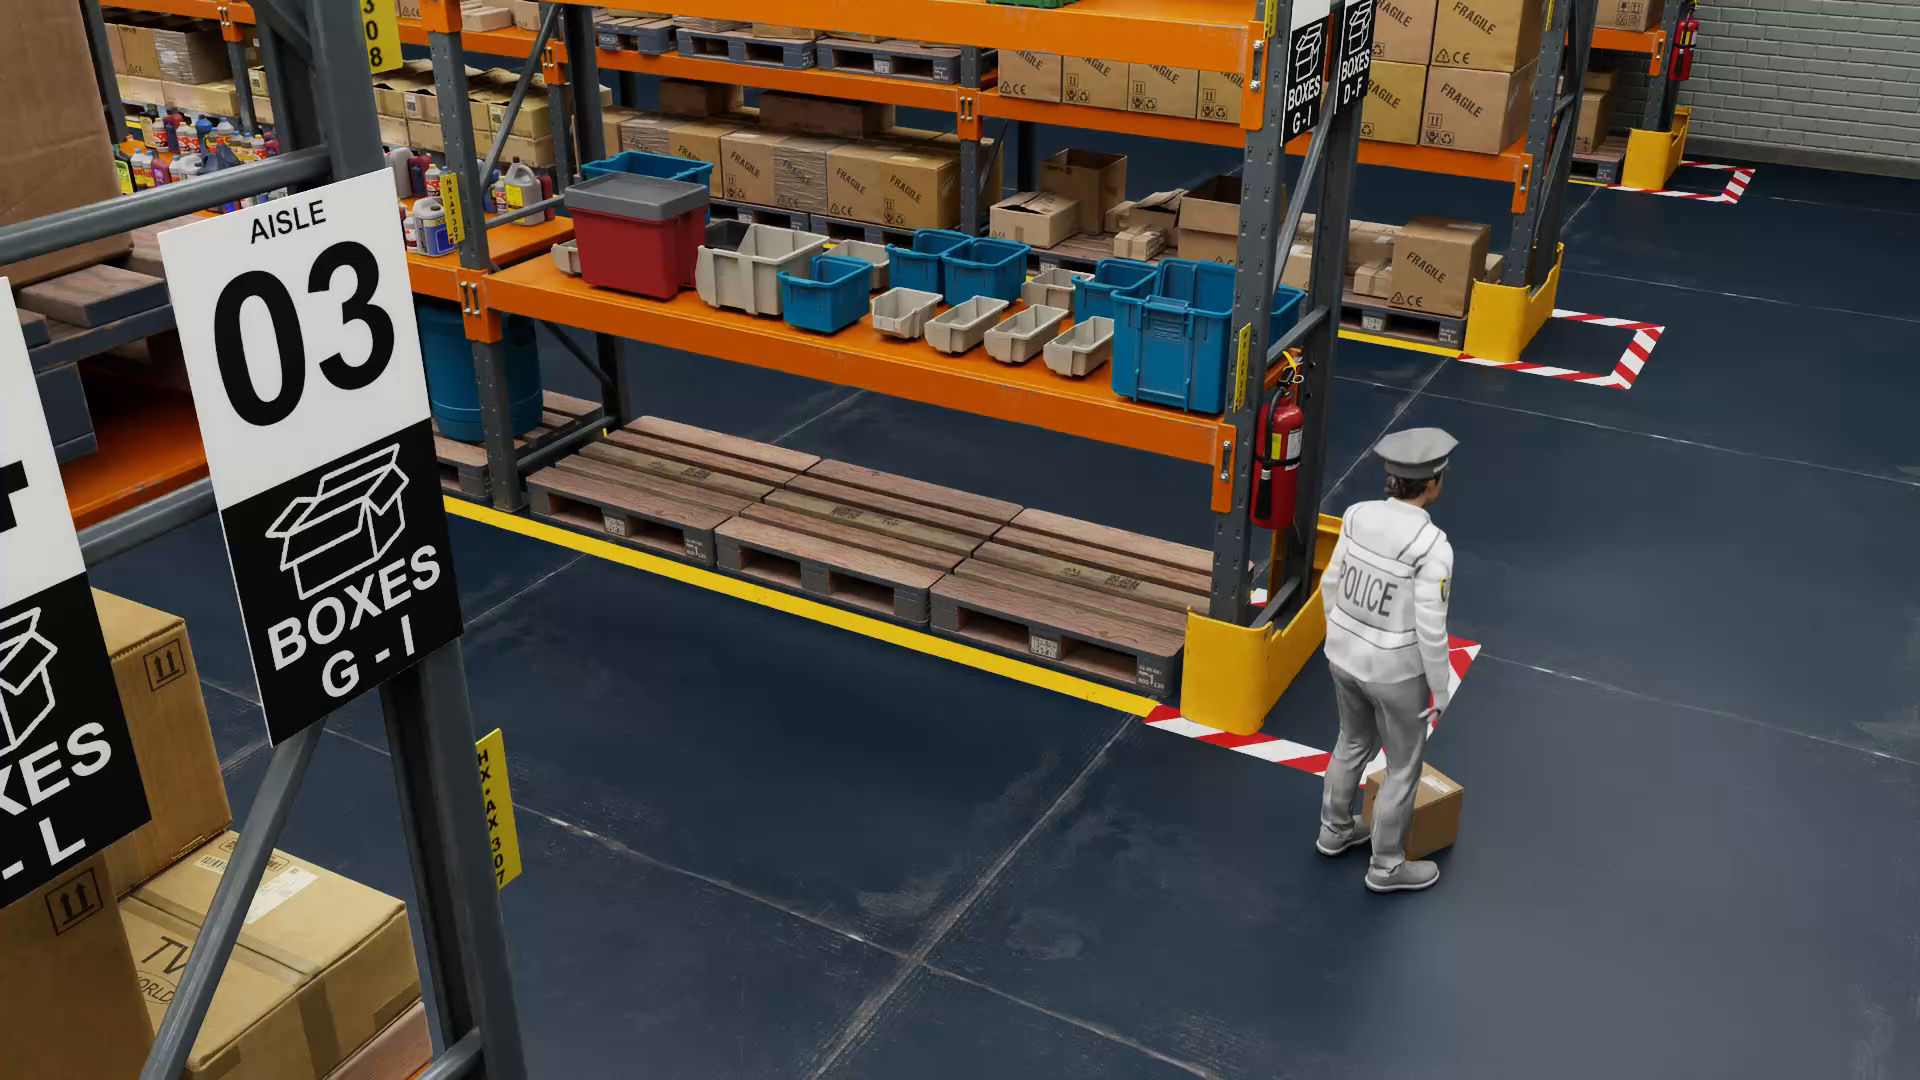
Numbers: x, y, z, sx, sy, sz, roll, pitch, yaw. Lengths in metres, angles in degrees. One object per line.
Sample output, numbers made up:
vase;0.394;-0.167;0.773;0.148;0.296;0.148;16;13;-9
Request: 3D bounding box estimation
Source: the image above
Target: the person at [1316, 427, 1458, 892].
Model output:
person;1.470;0.428;5.762;0.375;1.662;0.541;-17;31;-30
